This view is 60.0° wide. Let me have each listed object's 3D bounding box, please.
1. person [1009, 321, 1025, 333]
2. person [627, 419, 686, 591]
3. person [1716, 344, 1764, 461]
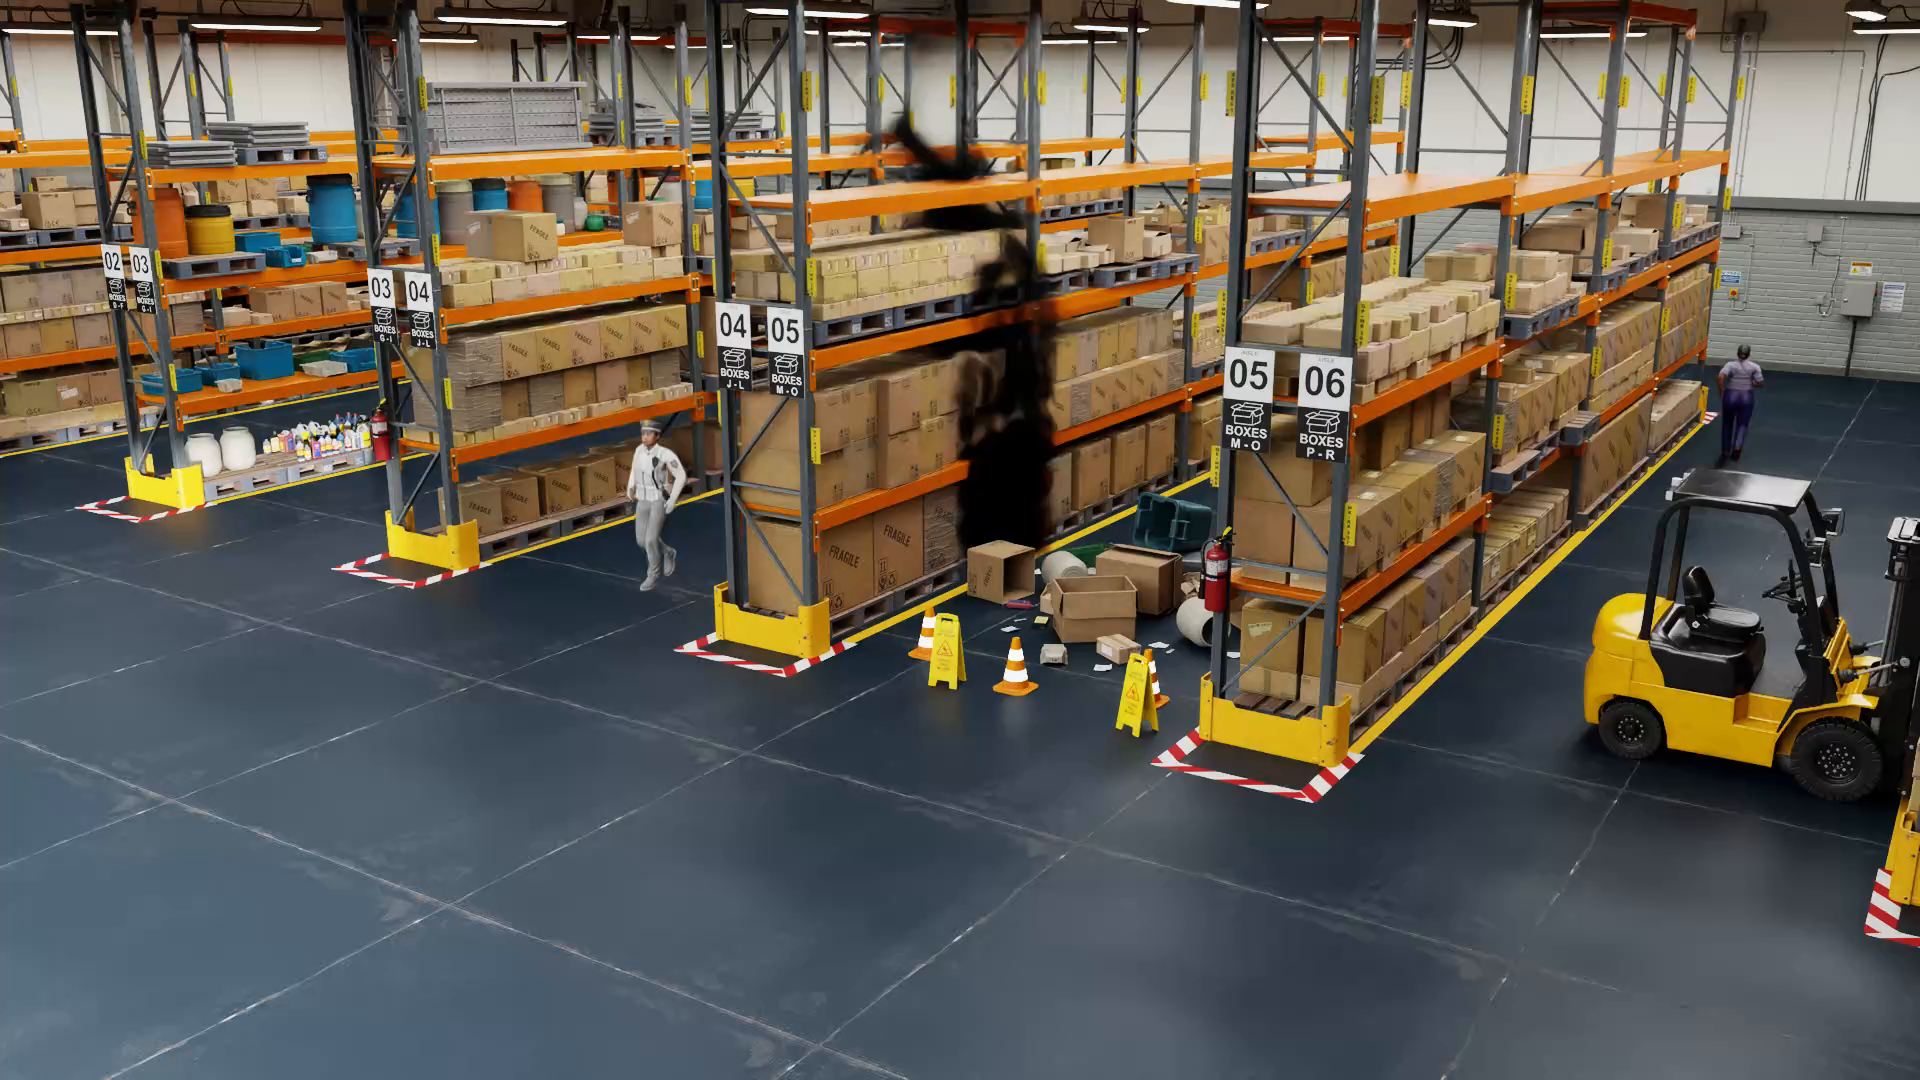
[{"bbox_3d":[0.794,-2.065,22.269,0.663,1.815,0.816,11,19,34],"label":"person"},{"bbox_3d":[-3.018,-0.376,16.433,0.657,1.689,0.563,9,18,30],"label":"person"},{"bbox_3d":[10.680,-1.875,22.845,0.606,1.646,0.925,7,17,24],"label":"person"}]
